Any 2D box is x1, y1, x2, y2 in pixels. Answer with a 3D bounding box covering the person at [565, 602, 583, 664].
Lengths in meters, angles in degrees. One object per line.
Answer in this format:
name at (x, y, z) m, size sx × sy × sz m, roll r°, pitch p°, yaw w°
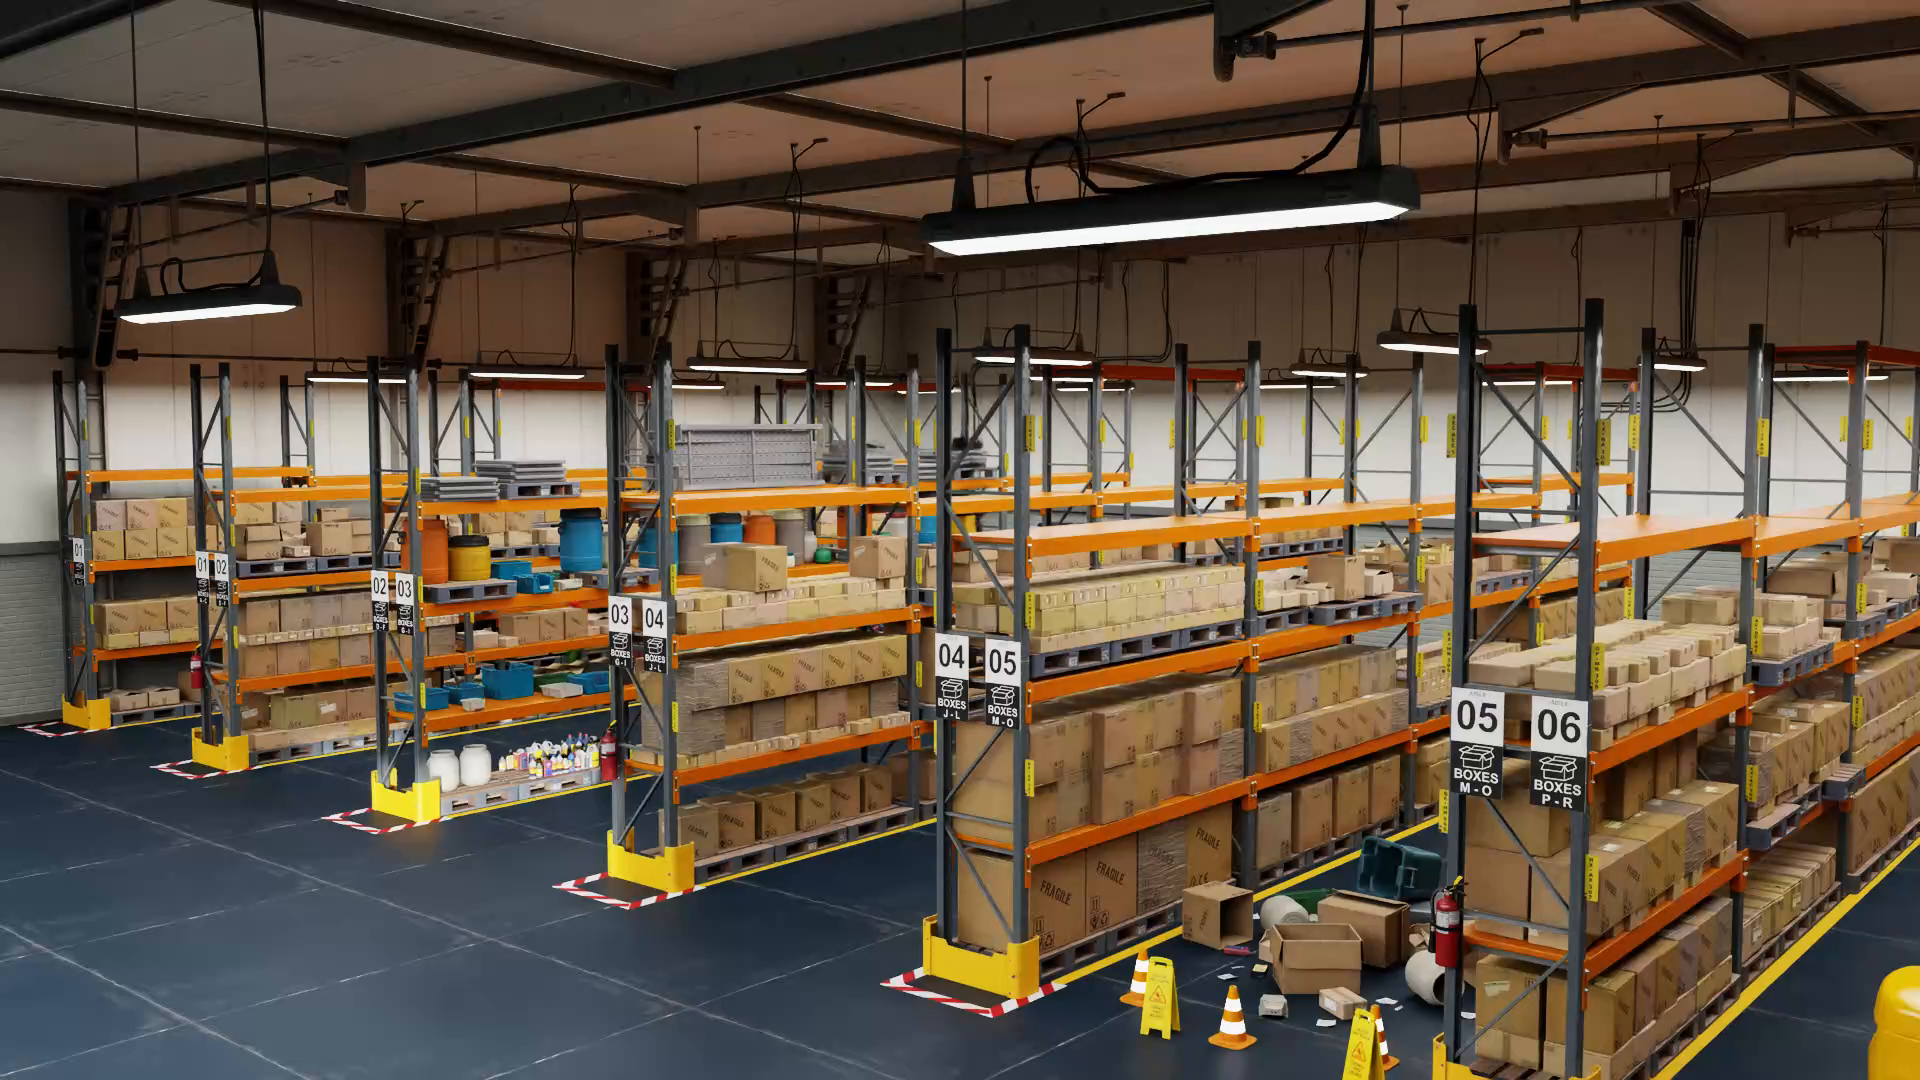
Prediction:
person at (-7.279, 2.007, 31.710) m, size 0.646 × 1.748 × 0.797 m, roll 3°, pitch 5°, yaw 36°
